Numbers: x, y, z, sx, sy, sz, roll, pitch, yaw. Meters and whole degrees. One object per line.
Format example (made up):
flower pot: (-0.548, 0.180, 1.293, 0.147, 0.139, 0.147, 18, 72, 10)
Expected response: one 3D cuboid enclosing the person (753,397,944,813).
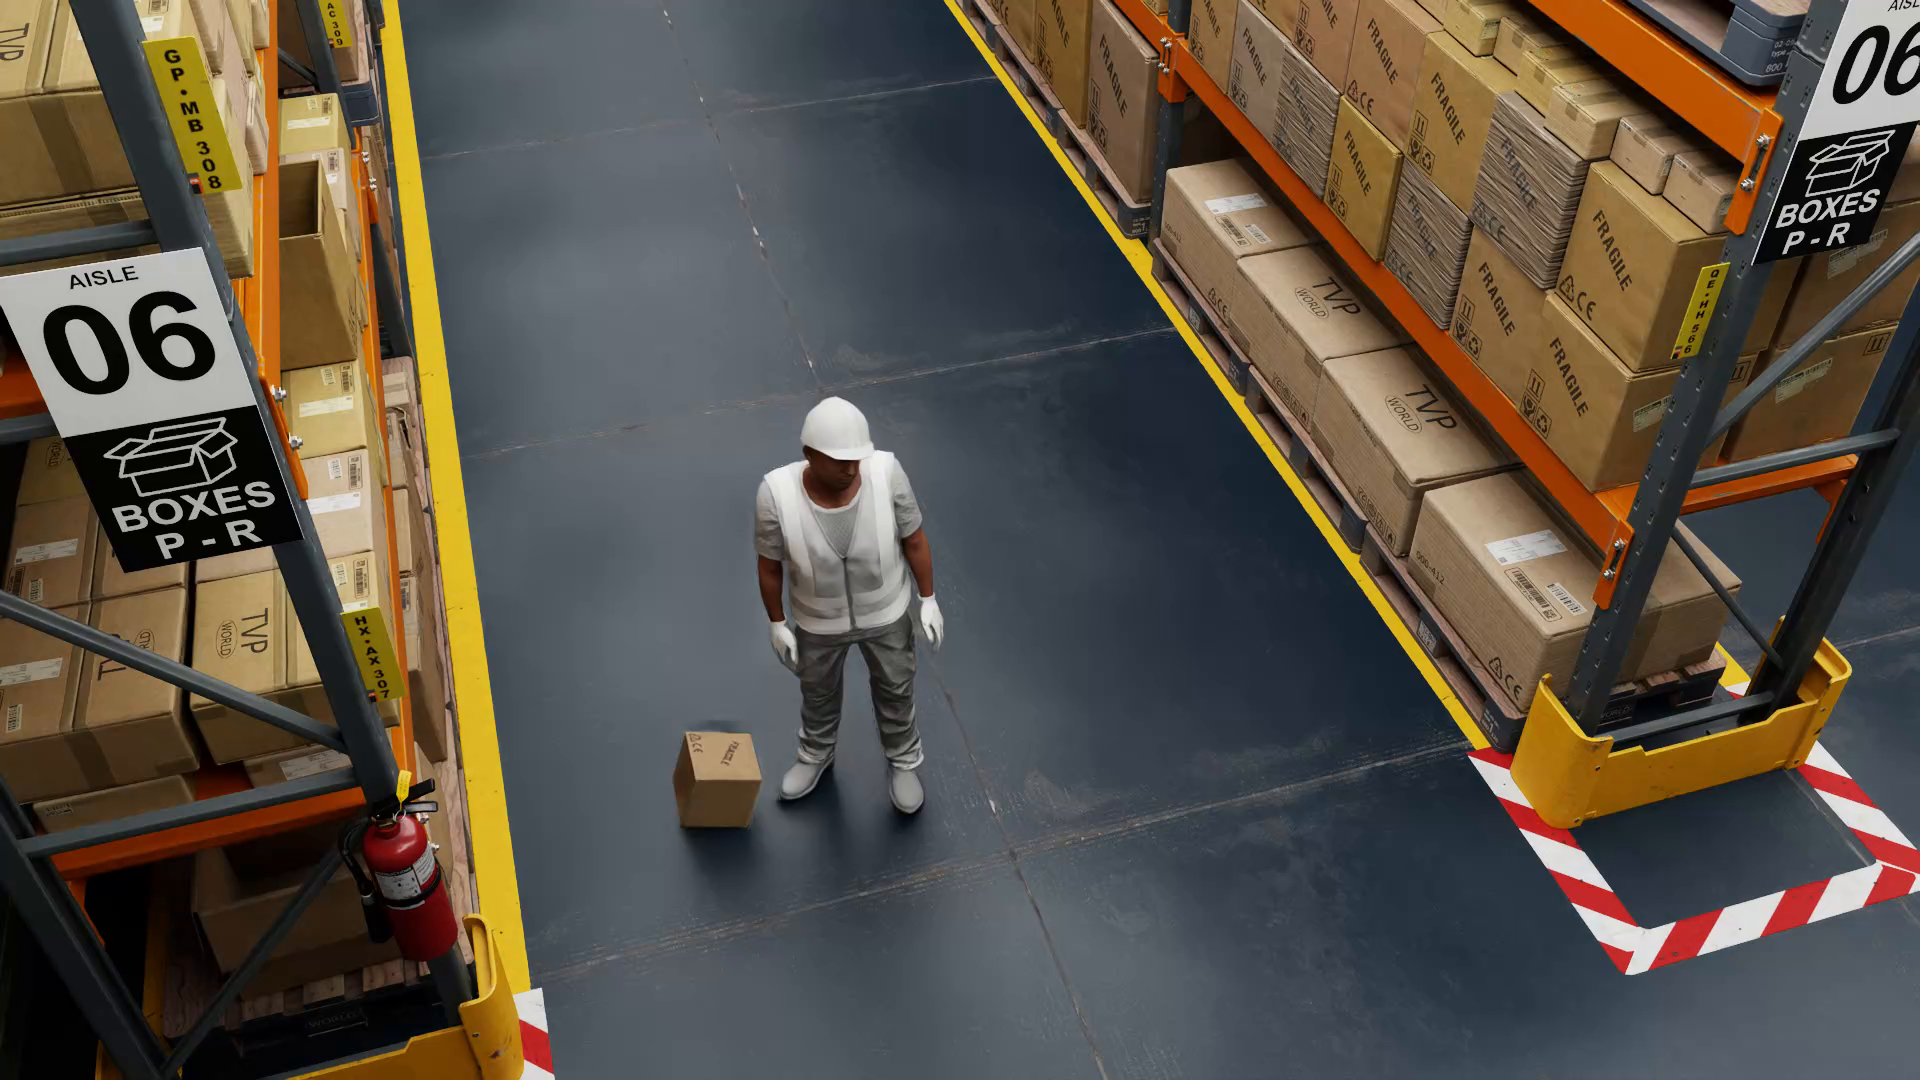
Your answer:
person: (-0.378, 0.266, 5.801, 0.634, 1.788, 0.436, -6, 42, -6)
